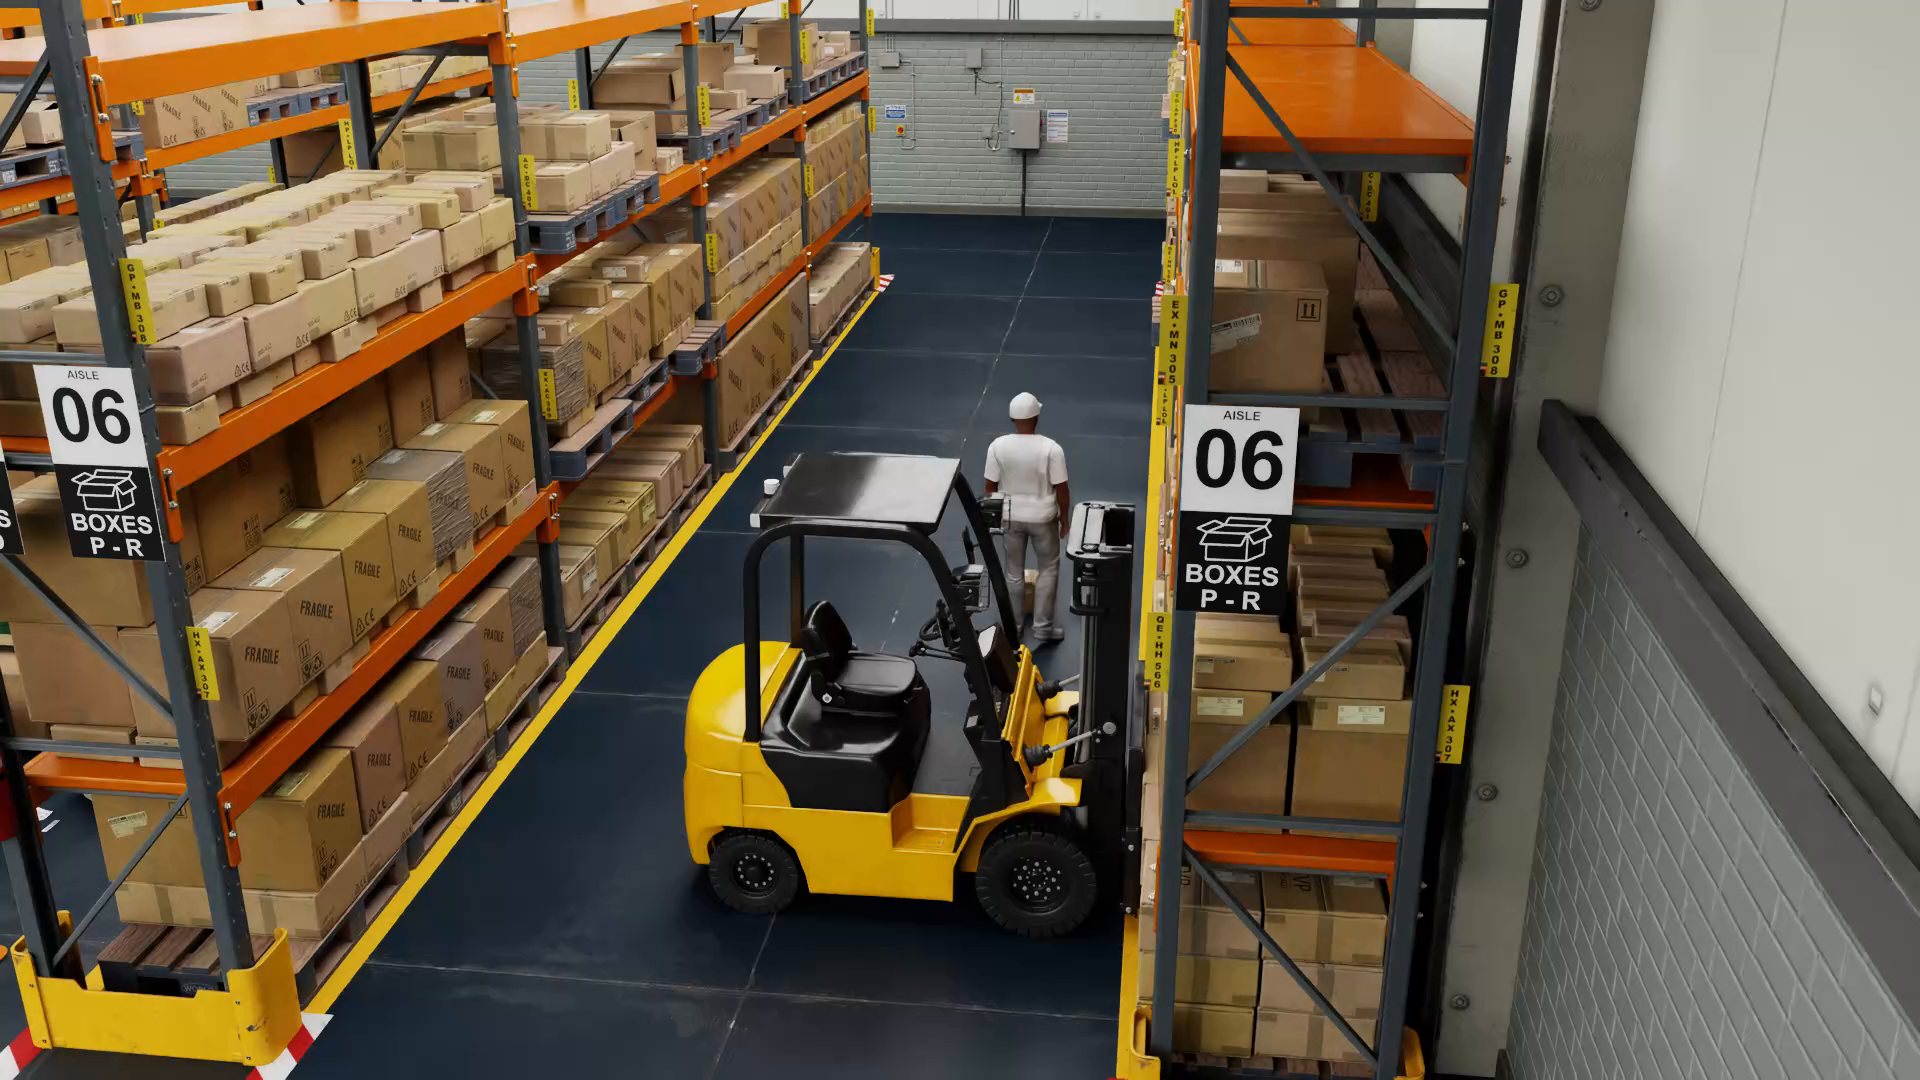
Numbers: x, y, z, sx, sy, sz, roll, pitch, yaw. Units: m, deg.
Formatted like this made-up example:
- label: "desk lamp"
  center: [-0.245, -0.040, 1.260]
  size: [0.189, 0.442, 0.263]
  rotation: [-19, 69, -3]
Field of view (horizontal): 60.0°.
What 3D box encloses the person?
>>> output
- label: "person"
  center: [0.454, -0.158, 11.431]
  size: [0.601, 1.777, 0.404]
  rotation: [4, 21, 11]
